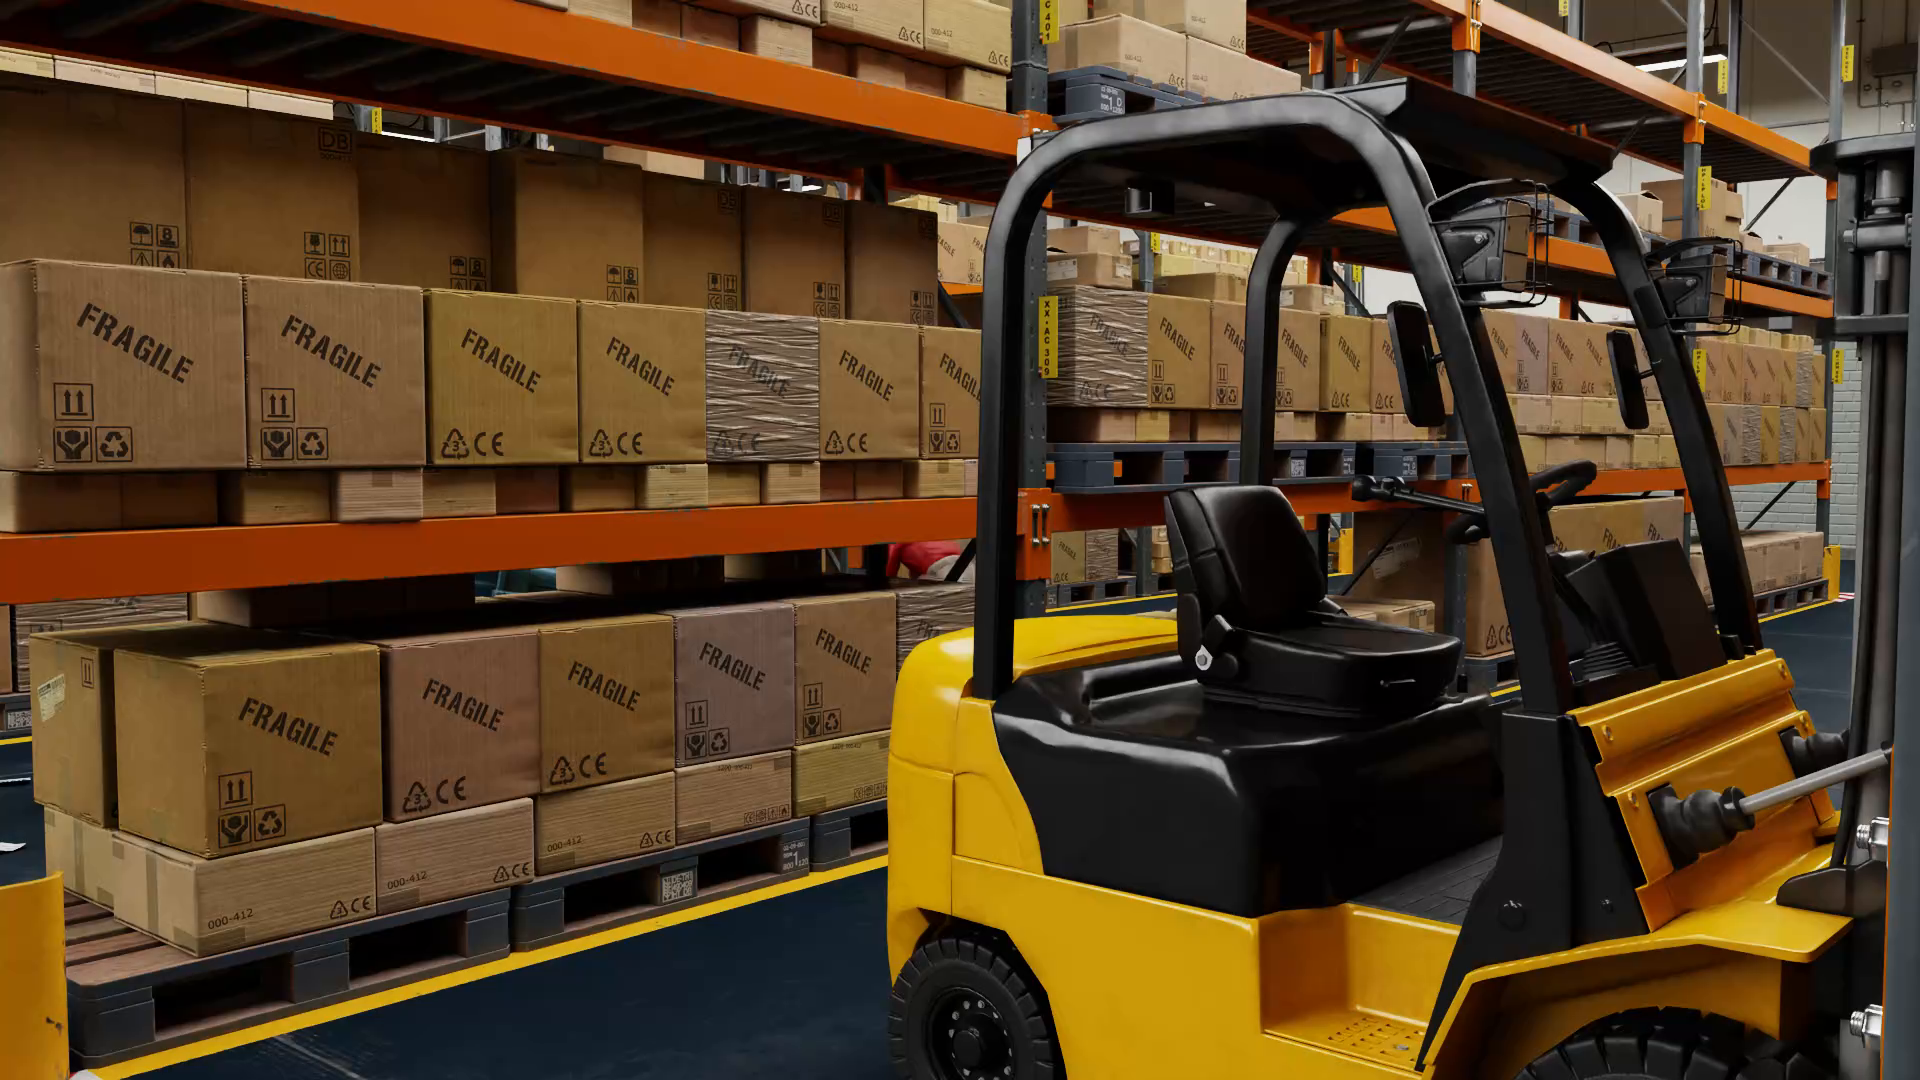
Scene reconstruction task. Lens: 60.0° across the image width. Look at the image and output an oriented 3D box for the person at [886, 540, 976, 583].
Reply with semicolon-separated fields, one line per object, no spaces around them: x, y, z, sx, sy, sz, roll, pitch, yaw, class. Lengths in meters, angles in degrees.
-0.268;0.331;11.680;0.908;0.977;0.536;3;5;39;person
